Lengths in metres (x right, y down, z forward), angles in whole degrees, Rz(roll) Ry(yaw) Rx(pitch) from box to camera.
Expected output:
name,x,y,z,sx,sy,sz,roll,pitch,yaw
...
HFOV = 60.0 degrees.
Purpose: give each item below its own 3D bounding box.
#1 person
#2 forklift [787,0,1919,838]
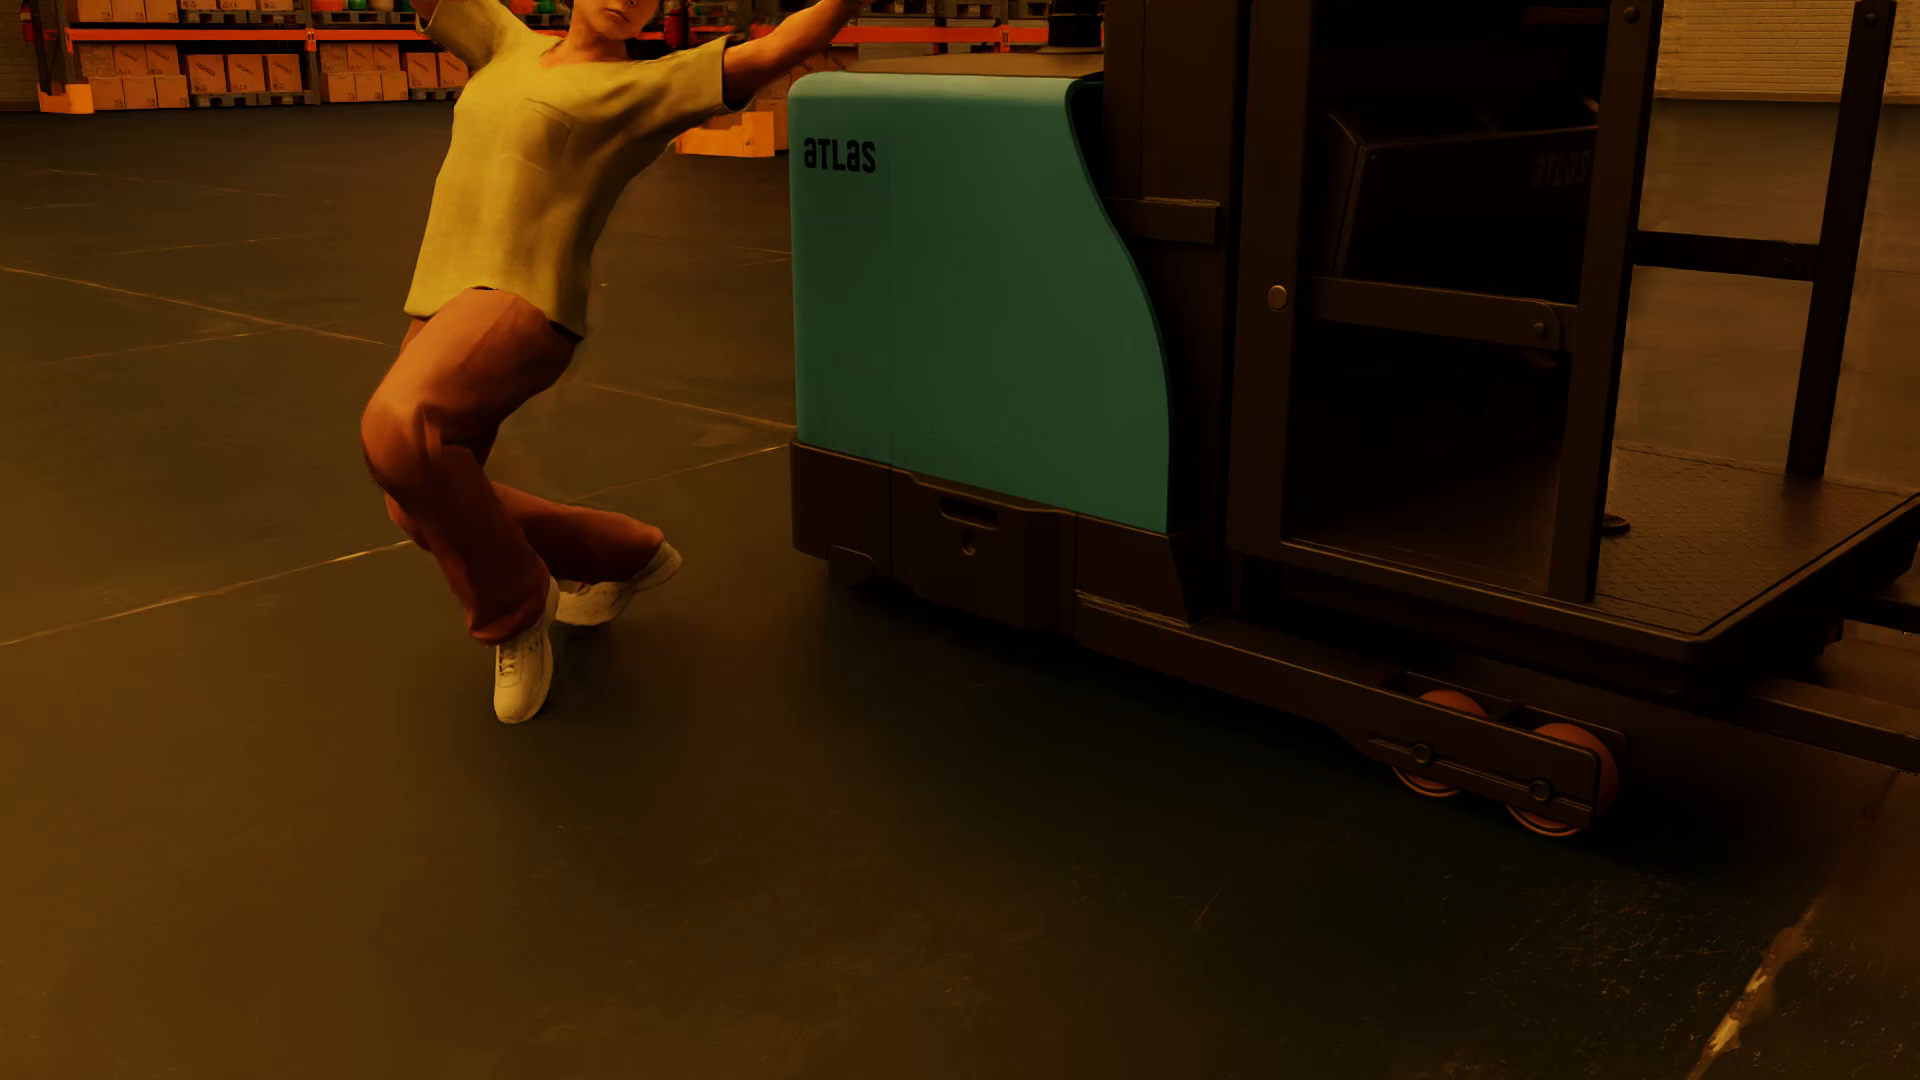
name,x,y,z,sx,sy,sz,roll,pitch,yaw
person,-0.645,-0.442,2.821,0.991,1.527,0.801,13,21,36
forklift,1.041,-1.130,2.617,3.031,2.935,1.130,16,23,42
